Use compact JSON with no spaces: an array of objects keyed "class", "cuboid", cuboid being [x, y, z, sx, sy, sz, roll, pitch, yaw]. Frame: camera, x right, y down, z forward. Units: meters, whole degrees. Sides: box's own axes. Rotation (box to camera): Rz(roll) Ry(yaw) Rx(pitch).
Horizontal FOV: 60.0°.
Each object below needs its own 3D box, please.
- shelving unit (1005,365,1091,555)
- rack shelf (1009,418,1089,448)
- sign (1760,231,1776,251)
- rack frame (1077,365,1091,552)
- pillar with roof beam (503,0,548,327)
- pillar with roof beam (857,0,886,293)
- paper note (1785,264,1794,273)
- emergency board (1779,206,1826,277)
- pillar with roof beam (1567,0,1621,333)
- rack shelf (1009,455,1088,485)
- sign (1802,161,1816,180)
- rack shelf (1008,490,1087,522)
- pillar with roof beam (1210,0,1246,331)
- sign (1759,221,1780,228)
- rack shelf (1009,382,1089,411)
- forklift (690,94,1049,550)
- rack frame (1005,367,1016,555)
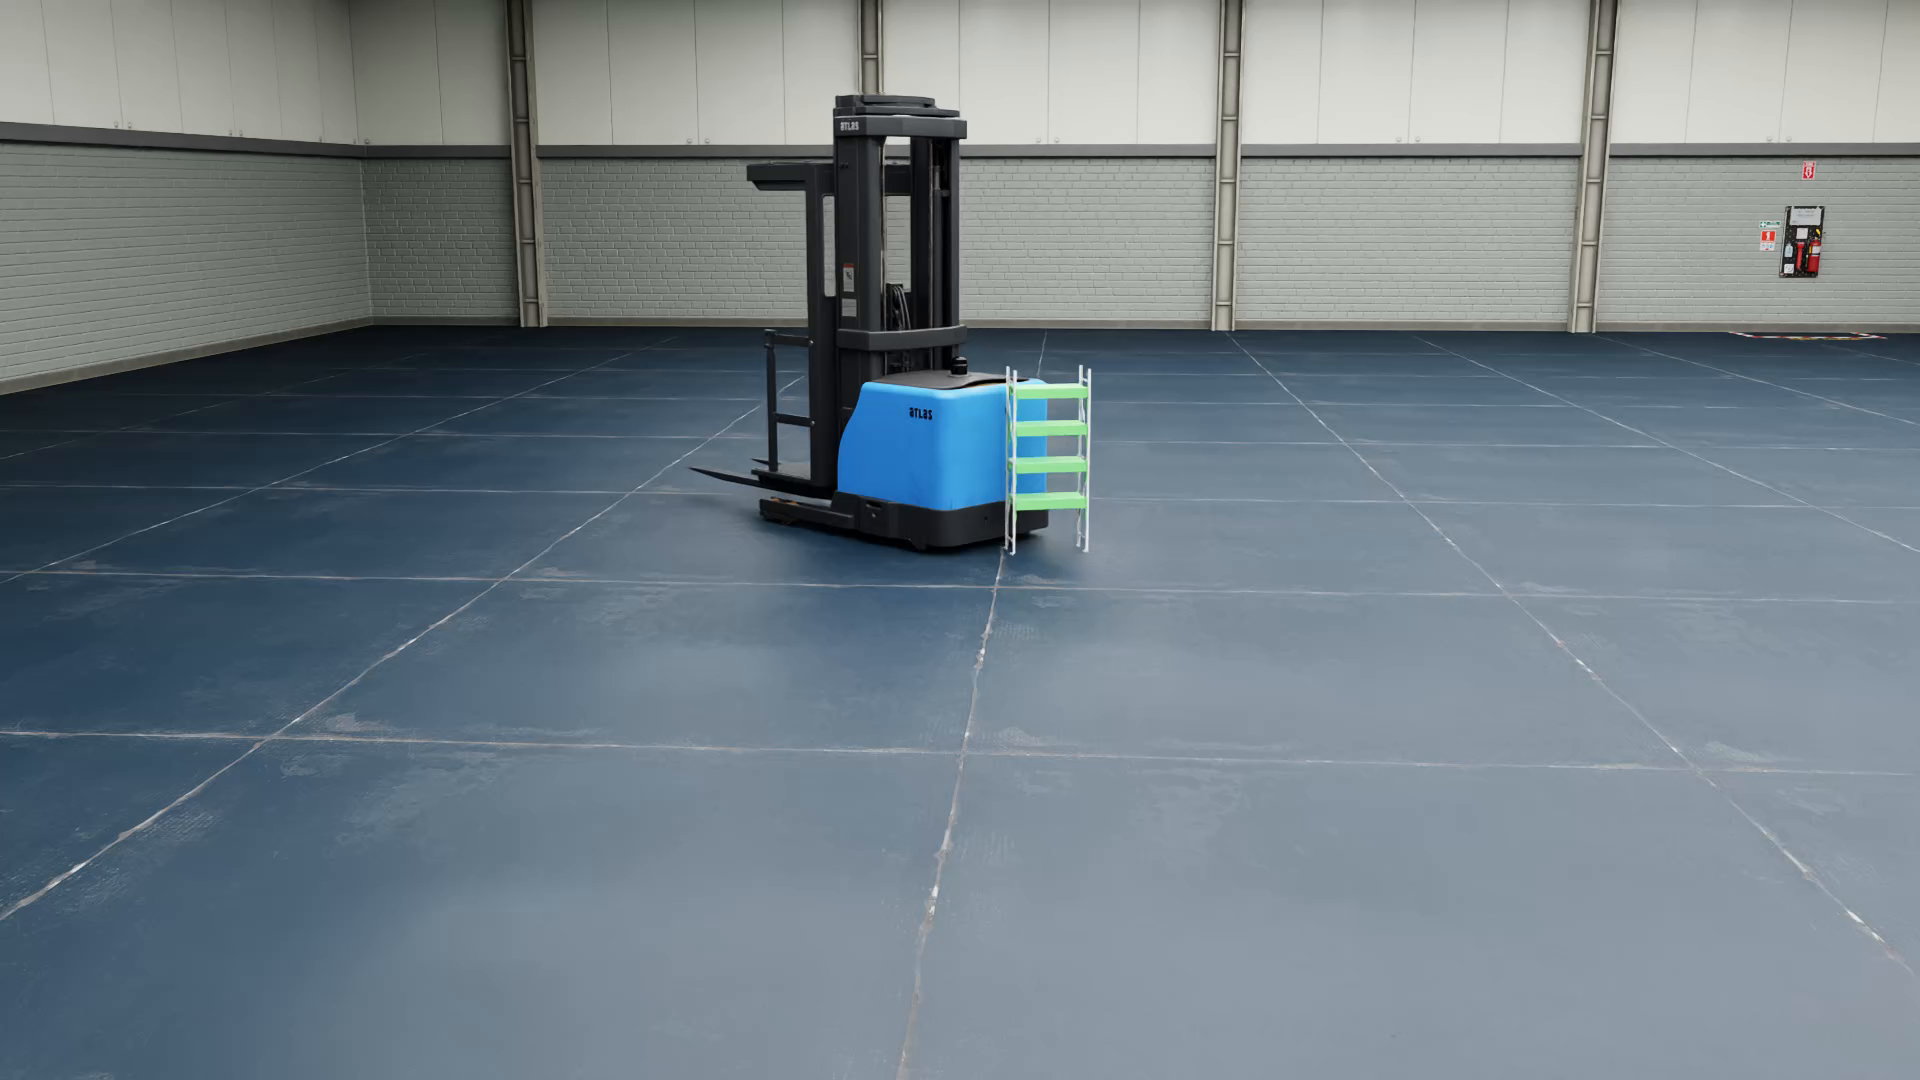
[{"class":"shelving unit","cuboid":[0.569,-0.521,10.829,0.503,1.200,0.258,-2,12,-10]},{"class":"rack shelf","cuboid":[0.569,-0.694,10.793,0.480,0.148,0.258,-2,12,-10]},{"class":"sign","cuboid":[13.454,-4.986,27.693,0.234,0.329,0.001,1,12,4]},{"class":"rack frame","cuboid":[0.809,-0.530,10.873,0.015,1.200,0.240,-2,12,-10]},{"class":"pillar with roof beam","cuboid":[-7.772,-7.284,24.112,0.400,9.000,9.100,1,12,4]},{"class":"pillar with roof beam","cuboid":[-1.785,-7.202,23.720,0.400,9.000,9.100,1,12,4]},{"class":"paper note","cuboid":[13.827,-4.526,27.729,0.142,0.148,0.016,1,12,4]},{"class":"emergency board","cuboid":[13.999,-4.940,27.560,0.643,1.169,0.194,1,12,4]},{"class":"pillar with roof beam","cuboid":[10.188,-7.038,22.935,0.400,9.000,9.100,1,12,4]},{"class":"rack shelf","cuboid":[0.569,-0.459,10.842,0.480,0.148,0.258,-2,12,-10]},{"class":"sign","cuboid":[13.998,-6.095,27.420,0.199,0.298,0.001,1,12,4]},{"class":"rack shelf","cuboid":[0.569,-0.224,10.892,0.480,0.148,0.258,-2,12,-10]},{"class":"pillar with roof beam","cuboid":[4.201,-7.120,23.327,0.400,9.000,9.100,1,12,4]},{"class":"sign","cuboid":[13.458,-5.244,27.630,0.331,0.109,0.001,1,12,4]},{"class":"rack shelf","cuboid":[0.569,-0.929,10.744,0.480,0.148,0.258,-2,12,-10]},{"class":"forklift","cuboid":[-0.791,-1.605,11.781,1.130,2.935,3.031,-11,16,-44]},{"class":"rack frame","cuboid":[0.330,-0.512,10.786,0.015,1.200,0.240,-2,12,-10]}]
